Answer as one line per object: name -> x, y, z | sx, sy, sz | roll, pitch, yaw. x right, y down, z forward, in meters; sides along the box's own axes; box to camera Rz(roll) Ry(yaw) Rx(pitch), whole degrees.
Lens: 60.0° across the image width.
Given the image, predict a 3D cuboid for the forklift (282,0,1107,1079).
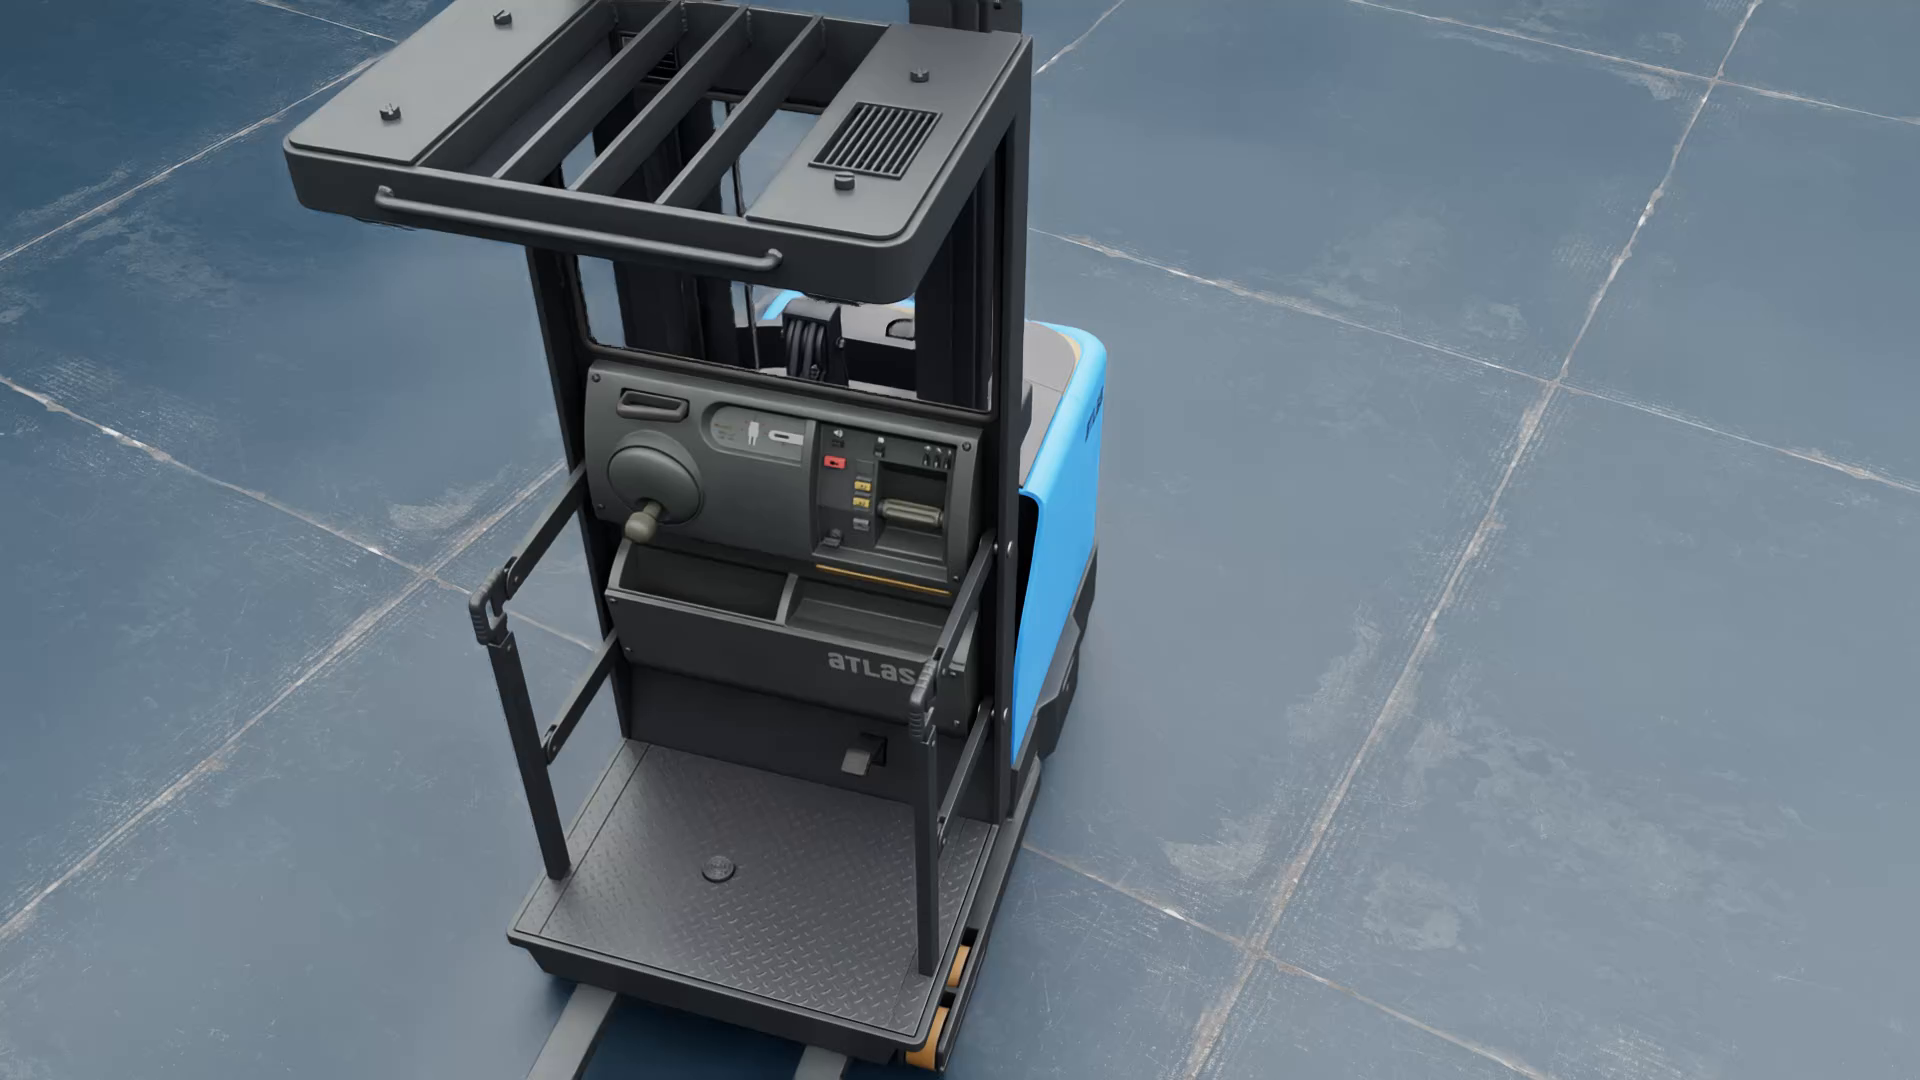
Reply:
forklift -> -0.473, -0.057, 3.597 | 1.130, 2.935, 3.031 | 11, 43, 12
